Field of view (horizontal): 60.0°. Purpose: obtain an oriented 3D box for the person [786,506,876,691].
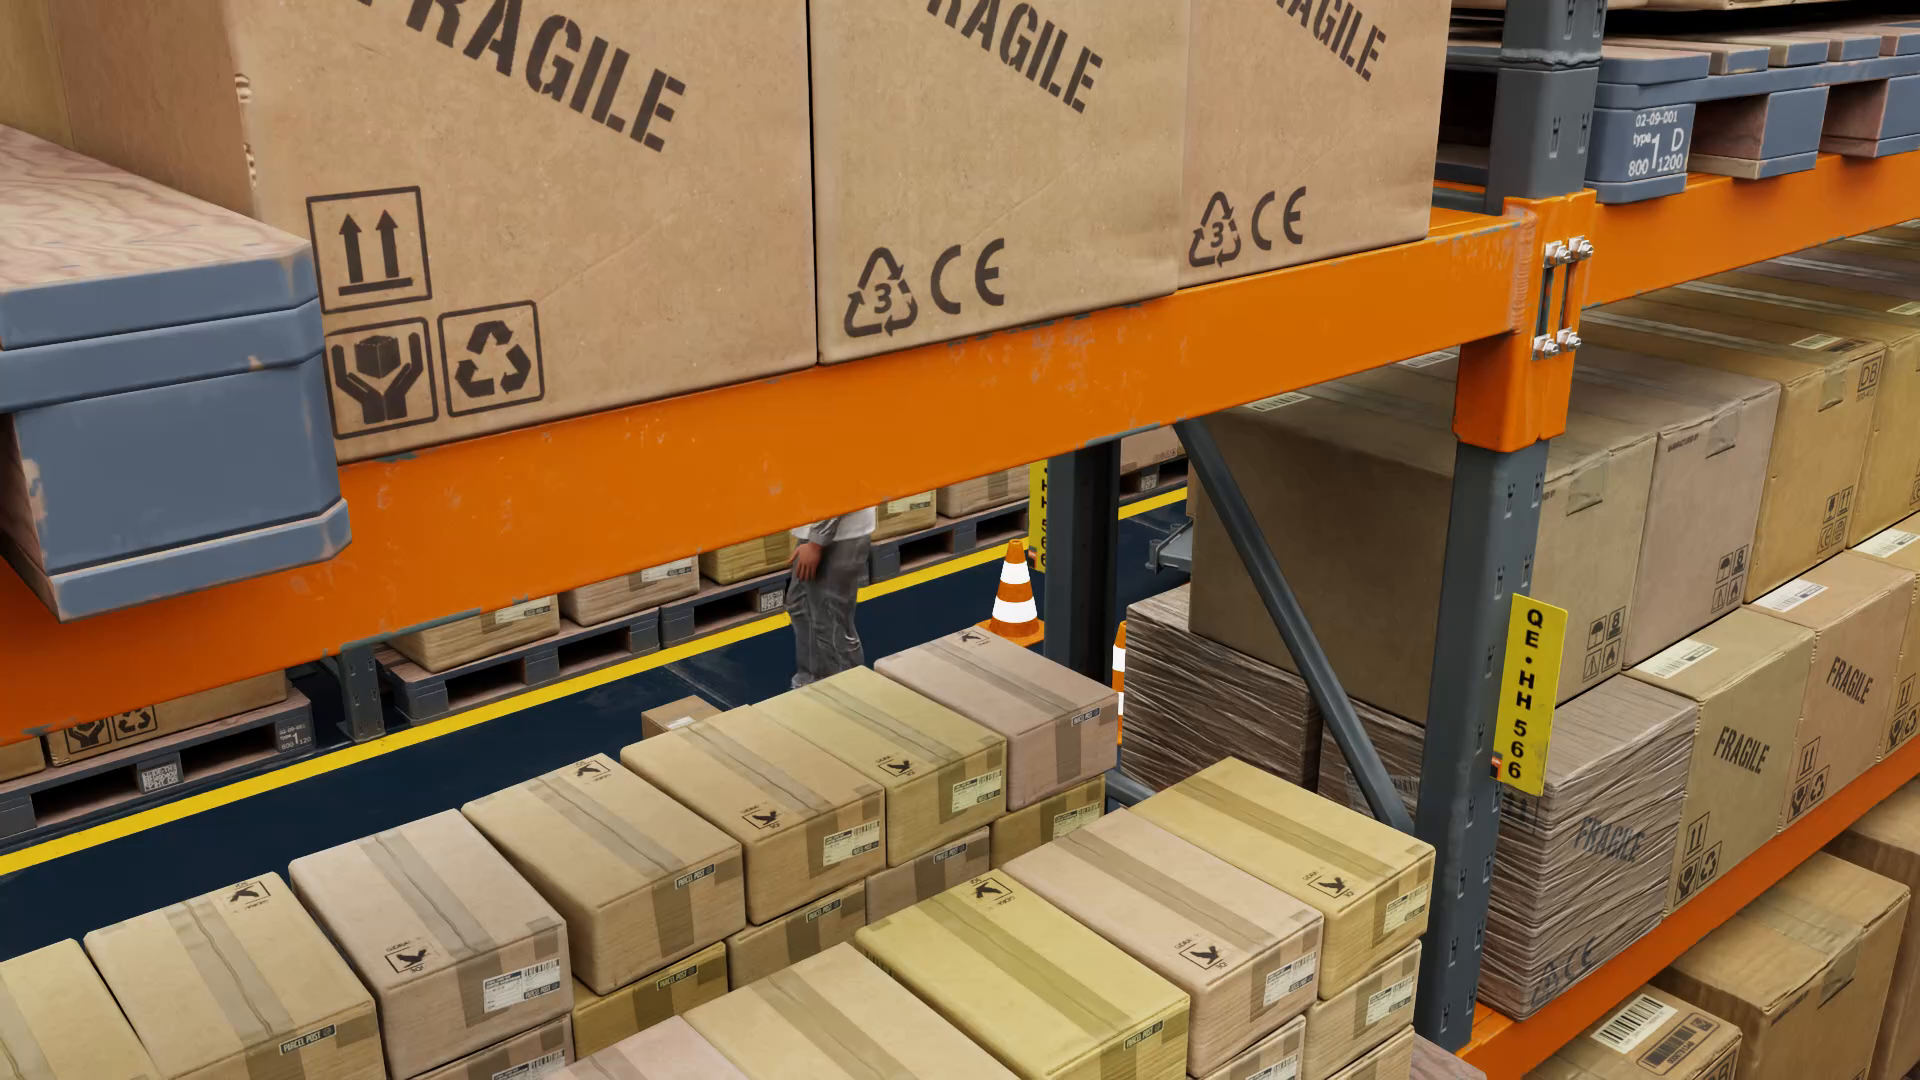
[{"bbox_3d":[-0.580,-0.030,6.670,0.490,1.818,0.562,0,21,-1],"label":"person"}]
